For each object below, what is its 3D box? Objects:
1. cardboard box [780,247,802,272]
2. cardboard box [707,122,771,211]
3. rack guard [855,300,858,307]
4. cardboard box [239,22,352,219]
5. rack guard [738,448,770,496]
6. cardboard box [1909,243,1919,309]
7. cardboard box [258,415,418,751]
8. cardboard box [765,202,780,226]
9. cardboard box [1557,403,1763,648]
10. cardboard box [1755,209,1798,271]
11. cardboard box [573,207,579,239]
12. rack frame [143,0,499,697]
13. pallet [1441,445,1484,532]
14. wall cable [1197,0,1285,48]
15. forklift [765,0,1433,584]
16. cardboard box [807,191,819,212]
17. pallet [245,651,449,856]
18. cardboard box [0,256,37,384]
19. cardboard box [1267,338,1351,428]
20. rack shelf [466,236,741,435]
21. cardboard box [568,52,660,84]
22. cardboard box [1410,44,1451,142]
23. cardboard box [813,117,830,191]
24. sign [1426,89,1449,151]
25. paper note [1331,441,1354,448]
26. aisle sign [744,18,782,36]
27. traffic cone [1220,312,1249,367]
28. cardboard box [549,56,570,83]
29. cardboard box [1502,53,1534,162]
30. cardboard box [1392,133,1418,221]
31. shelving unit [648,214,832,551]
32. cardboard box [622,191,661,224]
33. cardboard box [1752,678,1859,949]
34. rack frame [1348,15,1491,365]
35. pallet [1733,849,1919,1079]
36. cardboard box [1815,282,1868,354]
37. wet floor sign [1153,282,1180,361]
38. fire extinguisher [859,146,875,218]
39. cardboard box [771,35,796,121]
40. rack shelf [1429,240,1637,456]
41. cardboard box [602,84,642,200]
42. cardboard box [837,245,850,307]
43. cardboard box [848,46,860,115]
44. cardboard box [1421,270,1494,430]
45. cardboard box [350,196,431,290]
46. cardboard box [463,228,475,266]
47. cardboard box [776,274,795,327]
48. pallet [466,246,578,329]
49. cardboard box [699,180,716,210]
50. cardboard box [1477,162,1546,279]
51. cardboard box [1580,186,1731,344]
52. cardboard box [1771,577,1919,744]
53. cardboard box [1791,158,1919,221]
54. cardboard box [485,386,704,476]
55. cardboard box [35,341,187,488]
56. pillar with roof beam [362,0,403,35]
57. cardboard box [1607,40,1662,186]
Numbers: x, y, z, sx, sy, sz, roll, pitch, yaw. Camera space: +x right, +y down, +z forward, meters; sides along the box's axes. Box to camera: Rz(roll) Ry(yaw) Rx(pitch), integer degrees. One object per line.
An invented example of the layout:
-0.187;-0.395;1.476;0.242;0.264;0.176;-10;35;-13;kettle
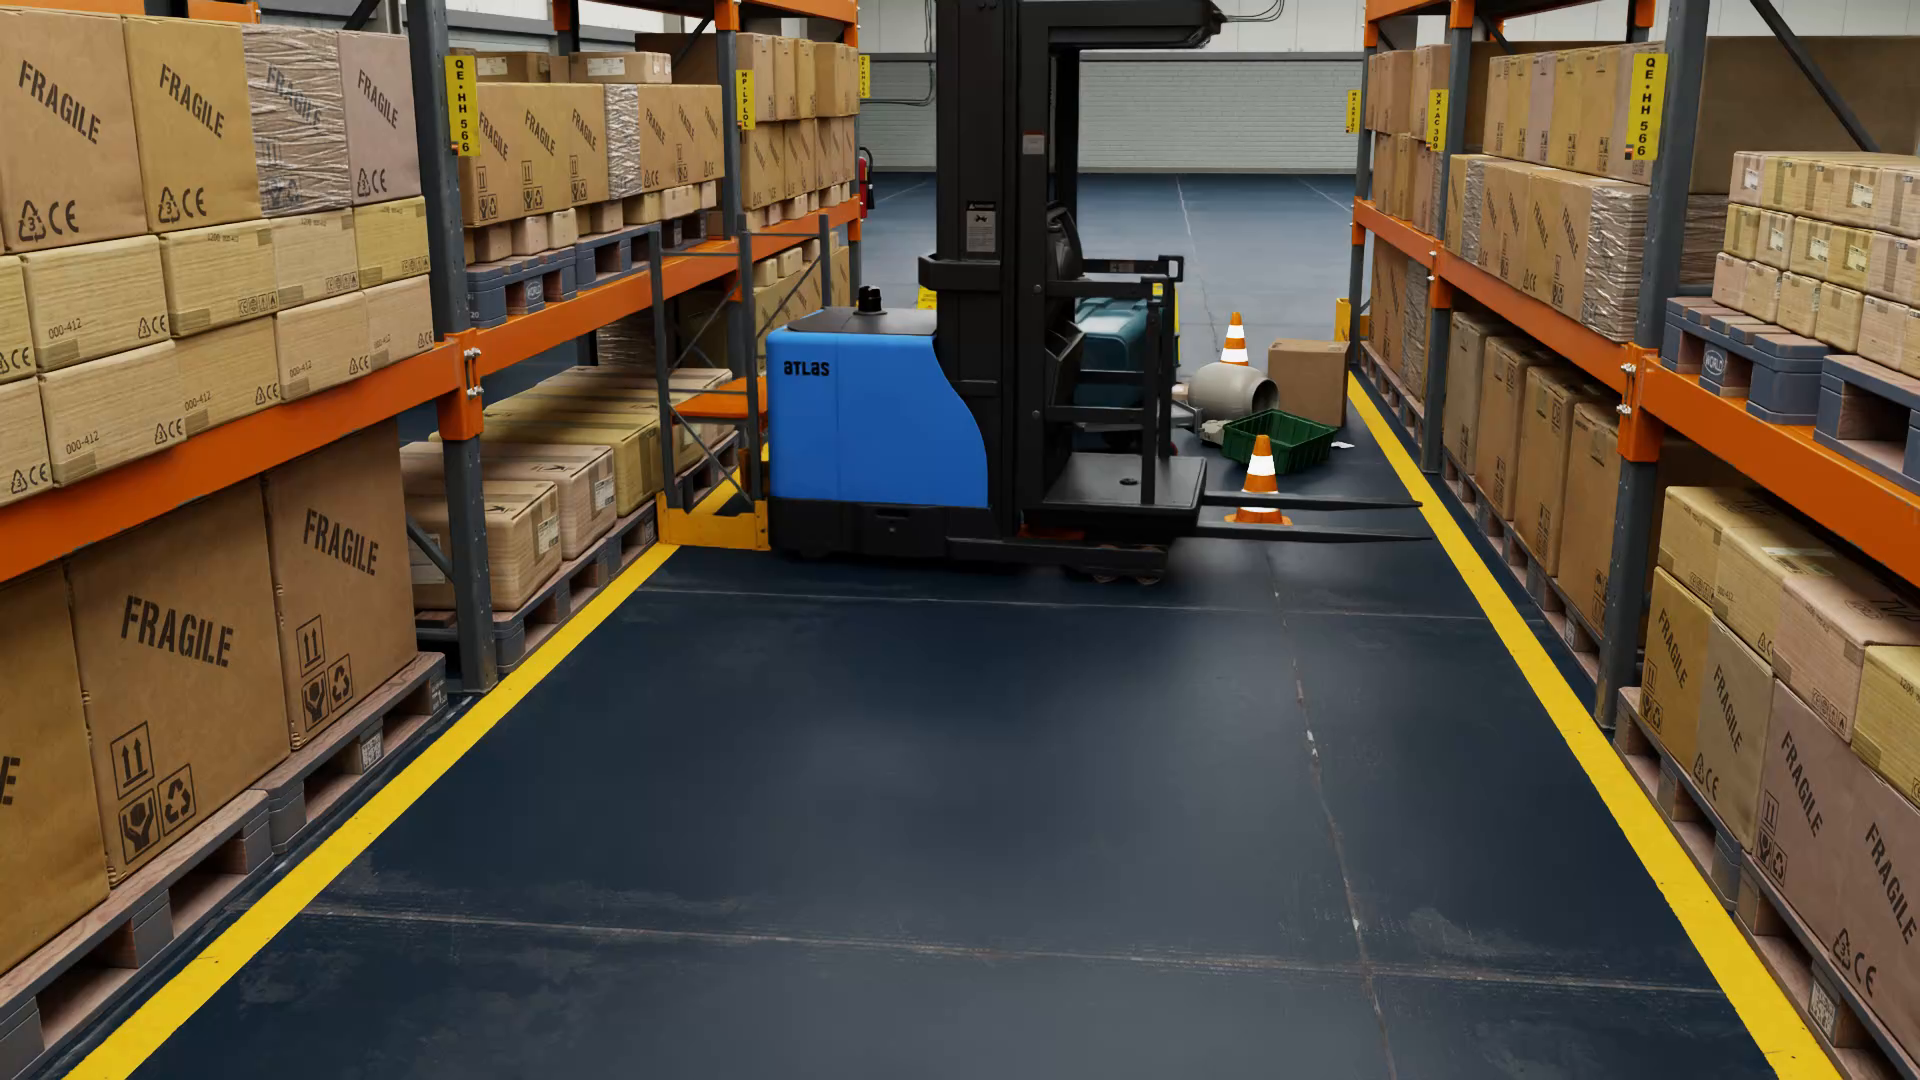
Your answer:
-1.273;-1.876;11.136;0.380;0.149;0.250;3;15;9;cardboard box
-1.438;-2.244;9.953;0.500;0.500;0.500;2;15;6;cardboard box
-1.322;-1.757;13.703;1.175;0.500;0.348;2;15;6;rack guard
-2.064;-1.165;4.616;0.500;0.500;0.500;2;15;7;cardboard box
-0.902;-0.352;8.933;0.587;0.250;0.087;4;16;16;rack guard
2.316;-0.561;3.596;0.380;0.149;0.250;2;15;6;cardboard box
-2.377;0.091;5.346;0.875;0.875;0.875;2;15;6;cardboard box
-1.371;-2.097;10.653;0.380;0.149;0.250;2;15;8;cardboard box
2.872;-0.061;6.148;1.050;0.750;0.750;1;15;5;cardboard box
2.431;-0.824;4.571;0.380;0.149;0.250;2;15;9;cardboard box
-1.852;-1.347;7.072;0.380;0.149;0.250;3;15;10;cardboard box
-2.216;-0.909;5.777;1.000;3.000;0.127;2;15;6;rack frame
3.153;-0.278;8.787;1.003;0.211;1.213;2;15;6;pallet
7.243;-15.735;42.598;2.305;6.003;0.169;2;15;6;wall cable
0.666;-1.368;7.607;3.031;2.935;1.130;3;15;11;forklift
-1.218;-2.425;11.866;0.380;0.149;0.250;2;15;6;cardboard box
-2.380;0.639;5.393;1.003;0.211;1.213;2;15;6;pallet
-2.223;-0.412;3.270;0.500;0.250;0.500;2;15;7;cardboard box
2.320;-1.054;11.098;0.500;0.500;0.500;4;16;16;cardboard box
-1.991;-1.080;7.789;1.077;0.370;4.000;2;15;6;rack shelf
-1.665;-2.277;8.027;0.380;0.149;0.250;1;15;4;cardboard box
3.187;-2.661;9.901;0.875;0.550;0.550;2;15;6;cardboard box
-1.222;-2.767;11.888;0.500;0.500;0.500;2;15;6;cardboard box
2.613;-2.299;9.107;0.100;0.325;0.005;2;15;6;sign
2.341;-0.595;10.302;0.147;0.020;0.142;-10;18;-32;paper note
-1.614;-4.264;13.204;0.394;0.787;0.004;2;15;6;aisle sign
2.145;-1.544;12.984;0.336;0.463;0.334;2;15;6;traffic cone
-2.169;-2.542;9.009;0.380;0.149;0.250;2;15;6;cardboard box
3.059;-2.095;8.057;0.700;0.500;0.500;1;15;5;cardboard box
3.372;-2.415;11.061;0.875;0.550;0.500;2;15;6;cardboard box
-1.051;-0.825;8.306;0.587;1.500;1.083;4;16;16;shelving unit
-1.678;-1.622;8.091;0.380;0.149;0.250;2;15;6;cardboard box
2.274;0.654;3.980;0.500;0.500;0.500;1;15;5;cardboard box
3.616;-2.864;13.008;1.000;3.000;0.127;2;15;6;rack frame
2.484;1.075;3.782;1.003;0.211;1.213;2;15;6;pallet
2.373;-0.551;4.130;0.380;0.149;0.250;2;15;9;cardboard box
1.652;-1.793;13.558;0.267;0.644;0.232;-1;15;-3;wet floor sign
-0.843;-2.963;13.520;0.296;0.674;0.183;2;15;6;fire extinguisher
-1.420;-2.860;10.317;0.700;0.500;0.500;2;15;7;cardboard box
2.939;-0.961;7.347;1.077;0.370;4.000;2;15;6;rack shelf
-1.766;-1.816;7.566;0.500;0.500;0.500;1;15;4;cardboard box
-1.145;-2.006;12.859;0.500;0.500;0.500;2;15;7;cardboard box
-1.154;-3.519;12.754;0.700;0.500;0.500;1;15;5;cardboard box
3.305;-1.165;9.989;0.875;0.875;0.875;2;15;7;cardboard box
-2.018;-0.945;5.239;0.500;0.250;0.500;2;15;6;cardboard box
-1.995;-1.069;6.046;0.380;0.149;0.250;1;15;3;cardboard box
-1.381;-1.468;10.871;0.500;0.500;0.500;2;15;9;cardboard box
-2.242;-1.004;6.497;1.213;0.211;1.003;2;15;6;pallet
-1.549;-1.886;9.068;0.380;0.149;0.250;2;15;7;cardboard box
2.723;-1.486;7.719;0.500;0.500;0.500;2;15;6;cardboard box
2.498;-0.962;5.783;0.500;0.500;0.500;2;15;6;cardboard box
2.270;0.284;3.913;0.500;0.250;0.500;2;15;7;cardboard box
2.409;-0.910;4.320;0.380;0.149;0.250;2;15;6;cardboard box
-1.899;-0.558;8.708;0.950;0.372;0.625;3;15;10;cardboard box
-2.159;-0.301;3.818;0.500;0.250;0.500;1;15;5;cardboard box
-2.265;-7.300;17.920;9.100;9.000;0.400;2;15;6;pillar with roof beam
2.830;-1.568;6.106;0.700;0.500;0.500;1;15;5;cardboard box
